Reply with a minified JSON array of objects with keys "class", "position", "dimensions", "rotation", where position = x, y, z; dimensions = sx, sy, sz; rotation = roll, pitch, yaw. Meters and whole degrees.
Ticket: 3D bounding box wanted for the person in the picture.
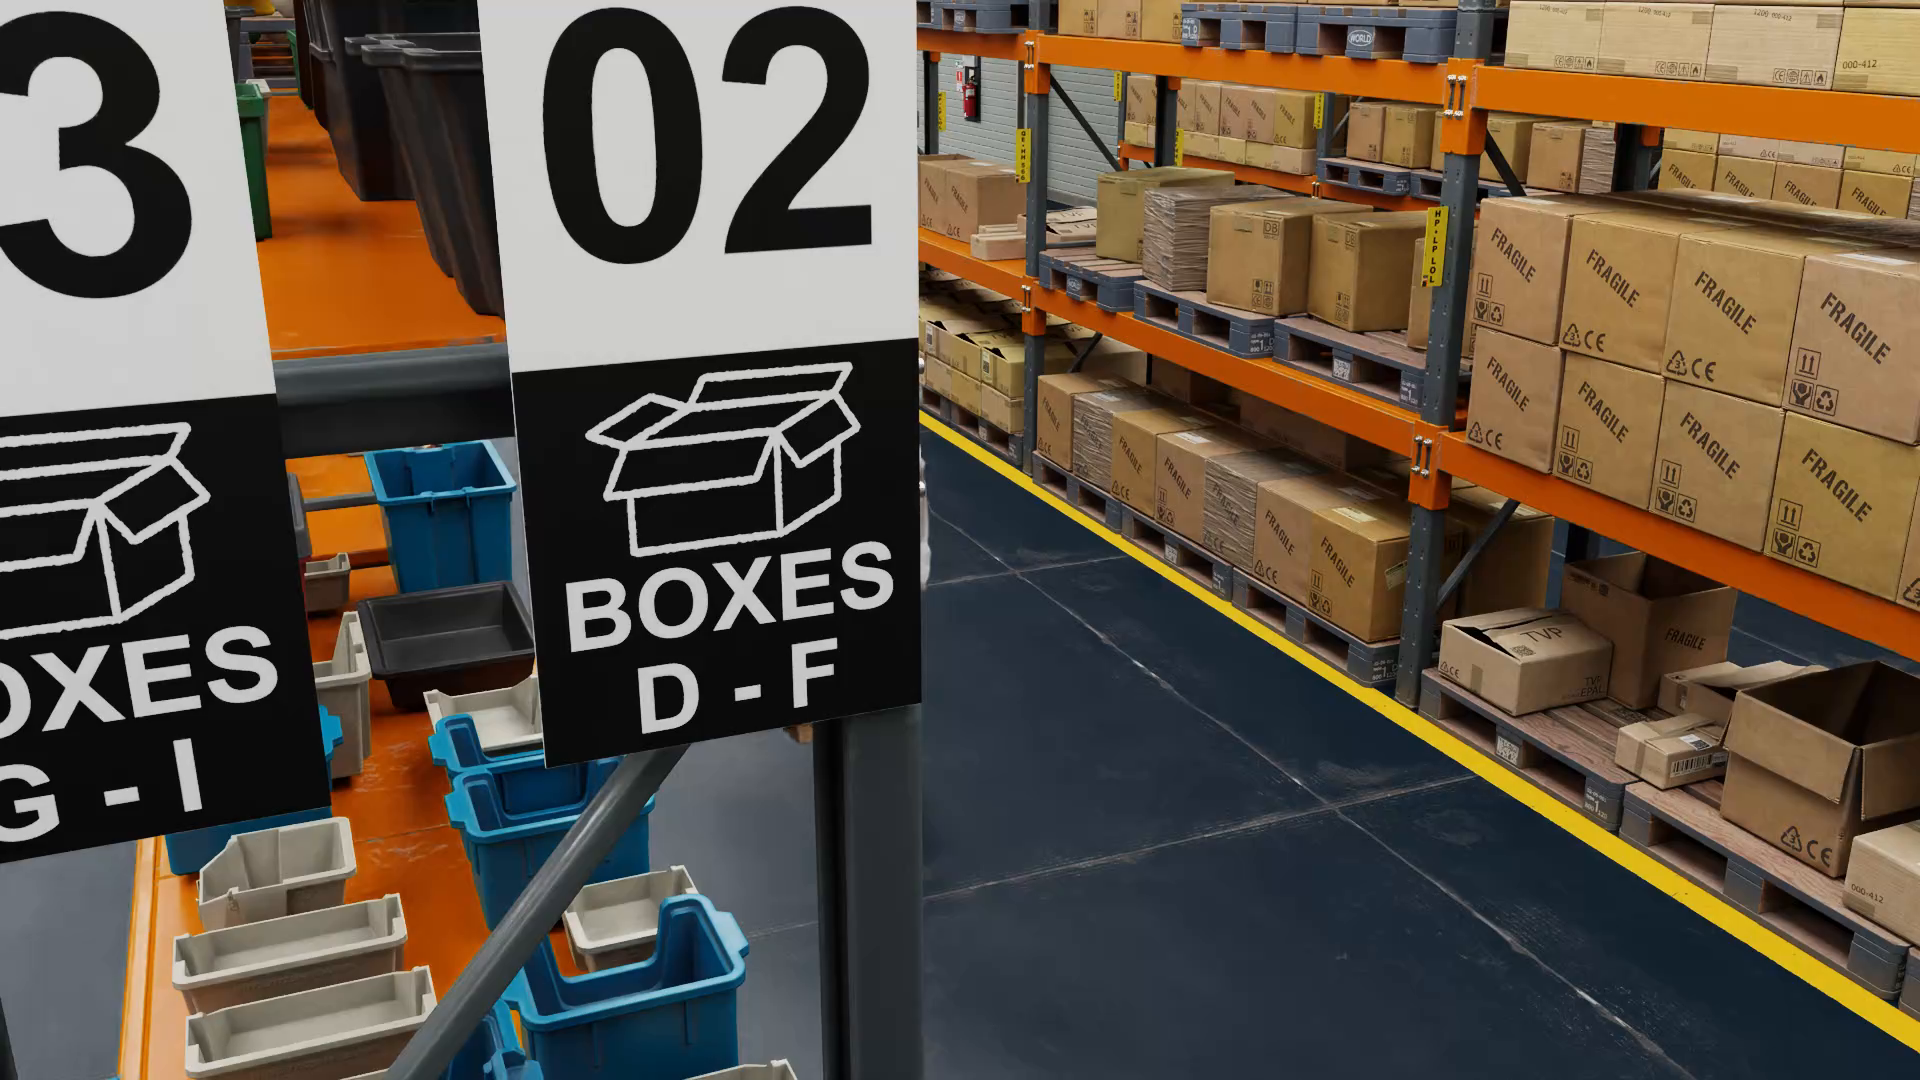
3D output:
[{"class":"person","position":[-0.352,0.156,6.569],"dimensions":[0.435,1.764,0.594],"rotation":[-8,20,-24]}]
